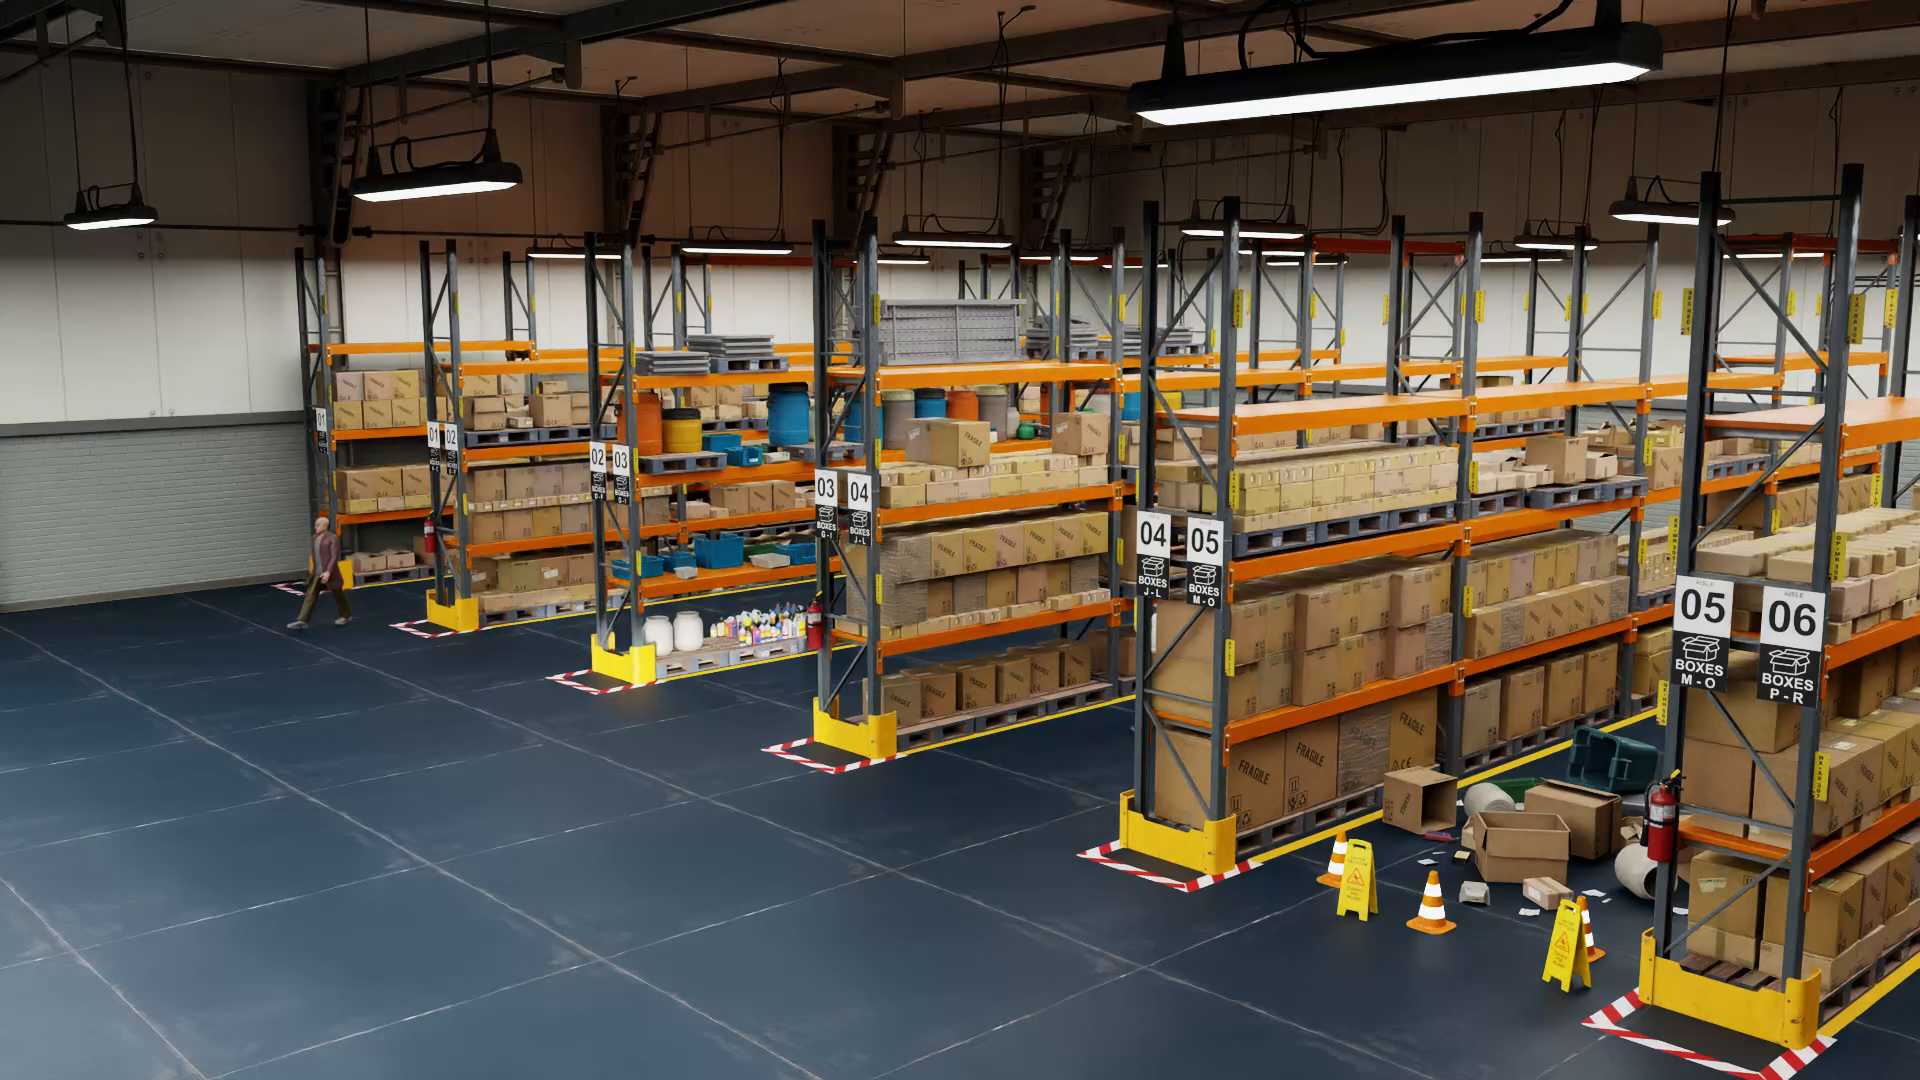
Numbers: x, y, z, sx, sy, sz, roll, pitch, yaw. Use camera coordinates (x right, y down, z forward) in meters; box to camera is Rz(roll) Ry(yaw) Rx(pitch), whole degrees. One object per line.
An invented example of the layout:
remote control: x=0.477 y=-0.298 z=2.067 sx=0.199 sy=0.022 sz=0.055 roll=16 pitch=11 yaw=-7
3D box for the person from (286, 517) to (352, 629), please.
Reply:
person: x=-9.907 y=0.511 z=25.793 sx=0.600 sy=1.729 sz=1.105 roll=3 pitch=9 yaw=17

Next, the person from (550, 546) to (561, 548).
person: x=-7.185 y=0.082 z=29.352 sx=0.435 sy=1.546 sz=0.967 roll=5 pitch=10 yaw=30

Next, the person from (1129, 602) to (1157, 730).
person: x=2.414 y=1.452 z=19.850 sx=0.499 sy=1.603 sz=1.004 roll=6 pitch=10 yaw=37
